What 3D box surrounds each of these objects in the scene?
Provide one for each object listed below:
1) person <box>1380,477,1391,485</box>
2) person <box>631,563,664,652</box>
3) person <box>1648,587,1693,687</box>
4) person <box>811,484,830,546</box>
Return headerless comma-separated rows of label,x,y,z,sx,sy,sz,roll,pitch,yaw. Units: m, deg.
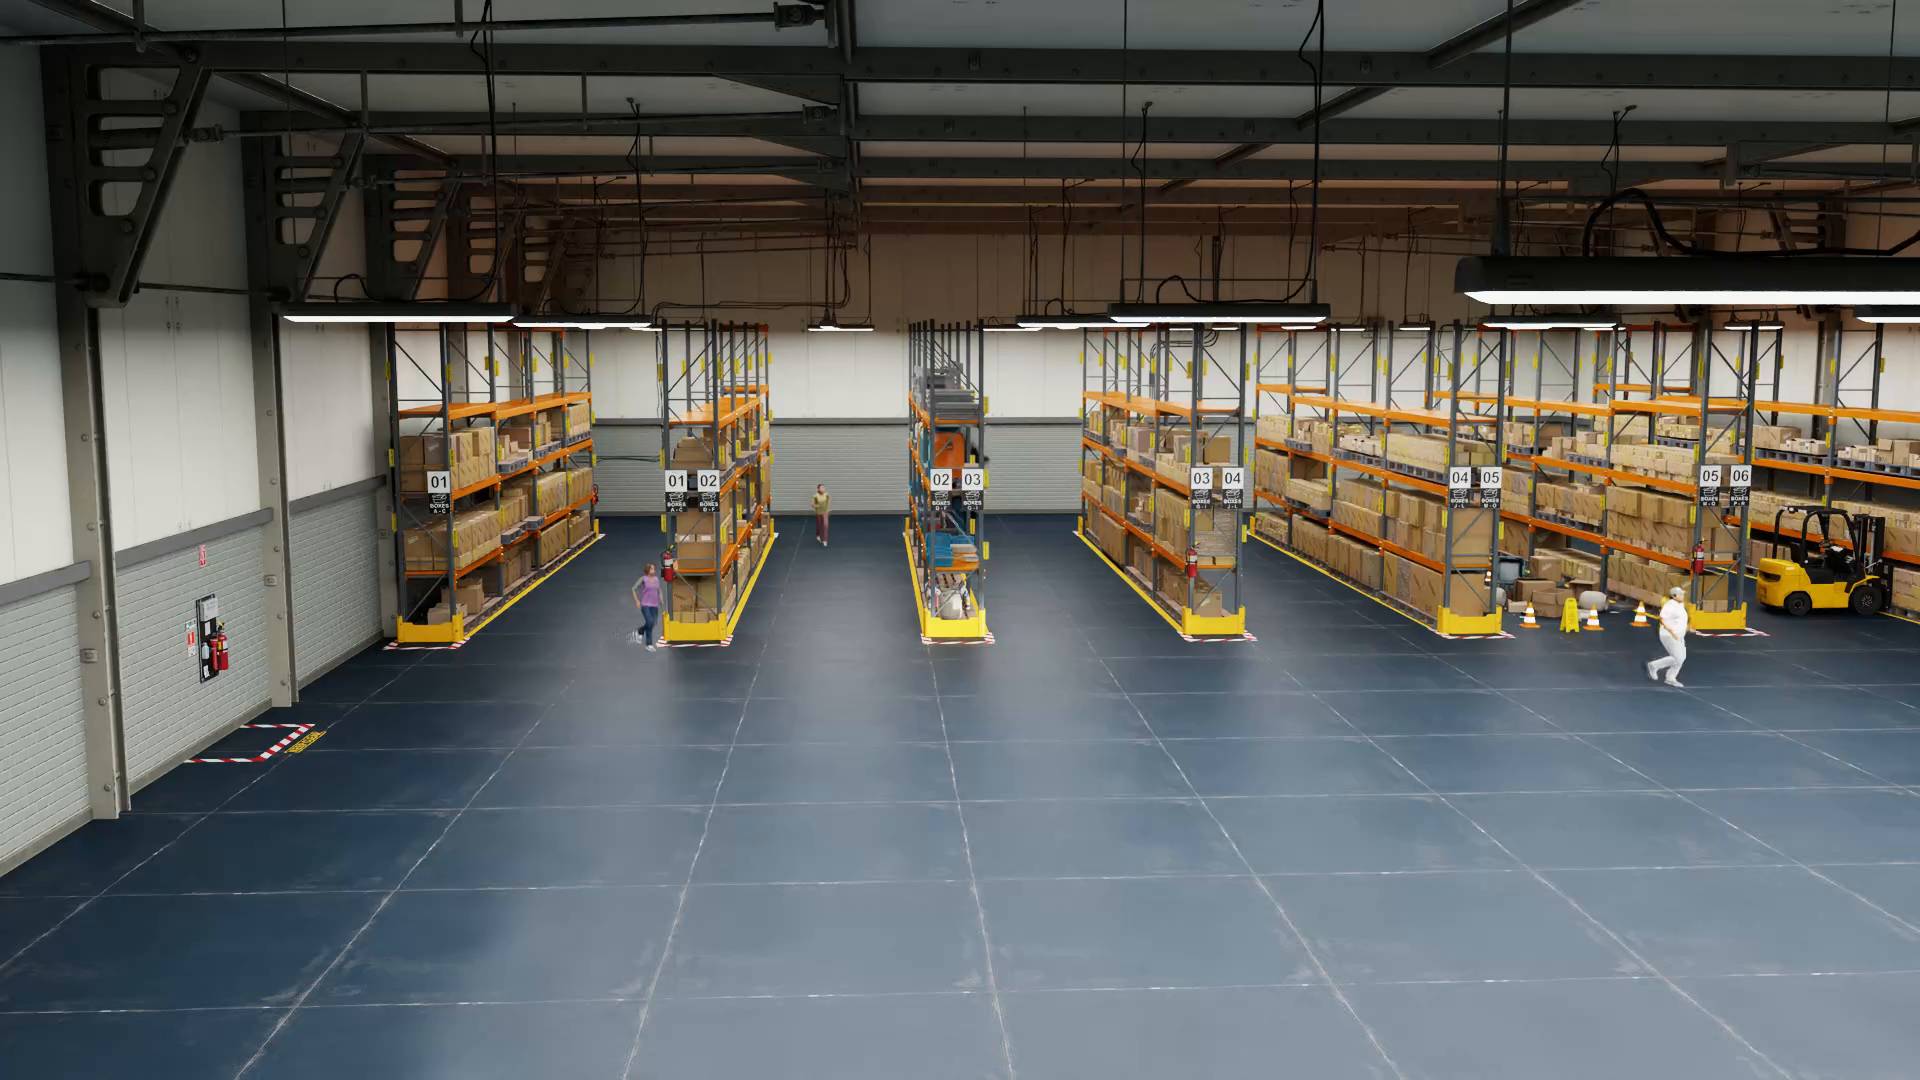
person,12.663,-1.258,49.464,0.741,1.814,0.647,-1,7,-5
person,-5.683,1.220,30.375,0.590,1.572,0.642,-7,10,-43
person,11.654,1.571,27.229,0.596,1.641,0.600,6,9,41
person,-3.796,-0.709,45.400,0.561,1.670,0.956,-2,7,-15
